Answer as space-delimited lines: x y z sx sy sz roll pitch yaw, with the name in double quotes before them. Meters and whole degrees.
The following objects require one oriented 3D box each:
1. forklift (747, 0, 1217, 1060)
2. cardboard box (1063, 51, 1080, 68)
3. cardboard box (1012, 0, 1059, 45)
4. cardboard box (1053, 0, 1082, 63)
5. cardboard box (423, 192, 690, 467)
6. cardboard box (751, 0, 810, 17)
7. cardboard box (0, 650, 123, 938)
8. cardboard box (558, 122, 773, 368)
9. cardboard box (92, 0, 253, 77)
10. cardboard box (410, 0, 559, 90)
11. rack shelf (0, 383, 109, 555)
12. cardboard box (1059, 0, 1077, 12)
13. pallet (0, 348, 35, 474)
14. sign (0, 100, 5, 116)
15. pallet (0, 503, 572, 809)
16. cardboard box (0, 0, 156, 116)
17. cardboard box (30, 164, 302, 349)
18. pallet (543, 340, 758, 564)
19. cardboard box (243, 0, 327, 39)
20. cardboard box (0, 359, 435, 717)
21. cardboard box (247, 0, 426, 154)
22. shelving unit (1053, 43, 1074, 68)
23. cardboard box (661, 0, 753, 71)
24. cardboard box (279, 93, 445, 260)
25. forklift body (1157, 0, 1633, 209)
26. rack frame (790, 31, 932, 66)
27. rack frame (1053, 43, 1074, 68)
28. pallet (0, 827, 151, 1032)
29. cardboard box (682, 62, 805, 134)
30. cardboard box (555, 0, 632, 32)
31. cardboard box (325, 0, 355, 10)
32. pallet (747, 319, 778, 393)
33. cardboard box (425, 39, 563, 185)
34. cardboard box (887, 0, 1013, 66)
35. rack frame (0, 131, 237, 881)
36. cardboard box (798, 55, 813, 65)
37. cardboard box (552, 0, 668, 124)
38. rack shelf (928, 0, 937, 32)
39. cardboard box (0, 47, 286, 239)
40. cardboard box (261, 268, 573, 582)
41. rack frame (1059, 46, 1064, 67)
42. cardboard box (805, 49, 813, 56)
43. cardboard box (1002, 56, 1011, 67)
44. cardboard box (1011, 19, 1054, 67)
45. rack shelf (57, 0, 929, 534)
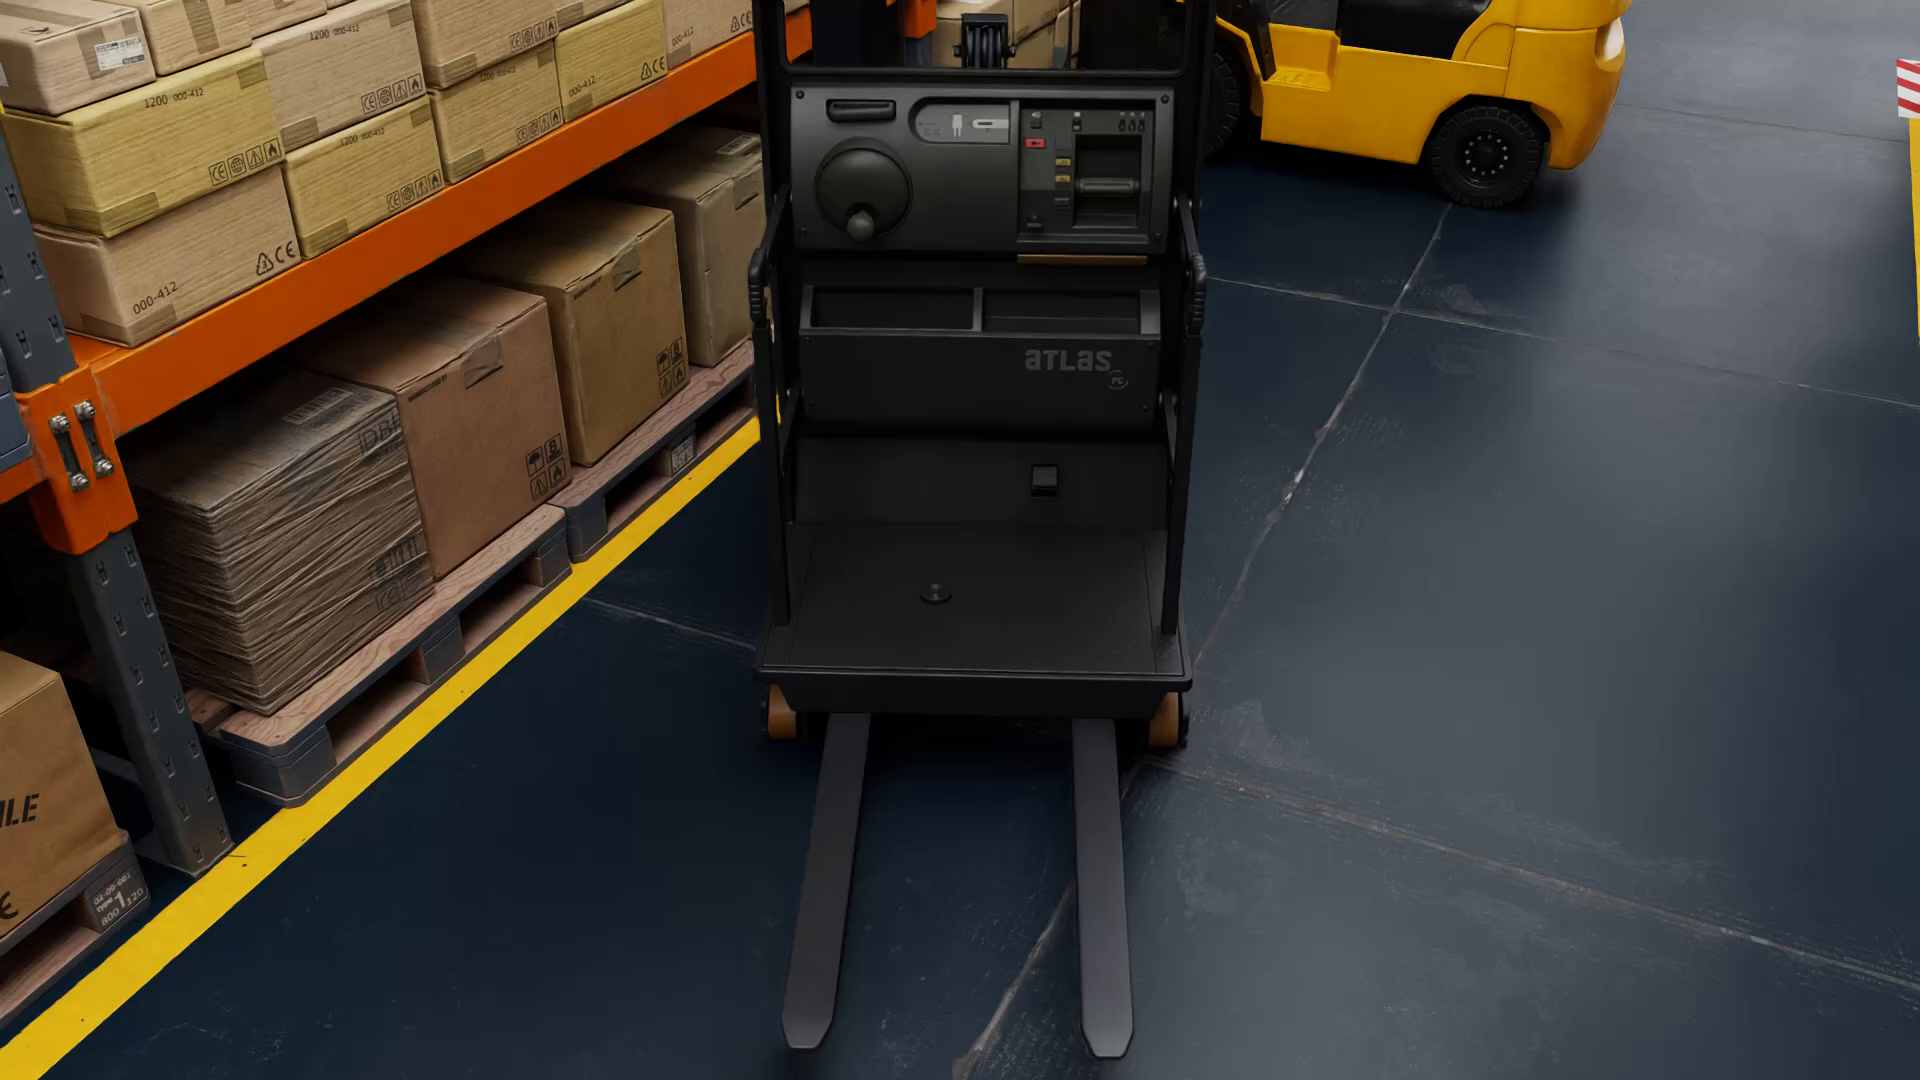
"forklift" 0.046 -0.853 3.878 1.130 2.935 3.031 1 33 2
"cardboard box" 0.314 -2.279 8.115 0.500 0.250 0.500 15 36 21
"cardboard box" 0.122 -2.438 7.445 0.500 0.250 0.500 14 36 21
"cardboard box" 0.324 -2.476 7.960 0.500 0.250 0.500 14 36 20
"cardboard box" -1.441 -0.733 5.415 0.875 0.625 0.625 13 35 19
"cardboard box" -0.767 -1.947 5.621 0.500 0.250 0.500 14 36 20
"cardboard box" -2.244 0.549 3.573 0.500 0.500 0.500 15 36 22
"cardboard box" -1.129 -1.108 5.987 0.875 0.625 0.625 14 36 20
"cardboard box" -1.751 -1.118 3.536 0.380 0.149 0.250 15 36 22
"cardboard box" -1.409 -1.397 4.326 0.500 0.250 0.500 13 36 19
"rack shelf" -3.099 0.717 2.078 1.077 0.370 4.000 14 36 20
"cardboard box" 0.319 -2.688 7.827 0.500 0.250 0.500 15 36 22
"pallet" -2.482 -0.146 2.913 1.213 0.211 1.003 14 36 20
"sign" -1.765 -0.912 2.921 0.100 0.325 0.005 14 36 20
"pallet" -1.882 0.185 4.776 1.003 0.211 1.213 14 36 20
"cardboard box" -1.861 -0.985 3.333 0.380 0.149 0.250 15 36 22
"cardboard box" -1.855 -0.682 3.692 0.500 0.250 0.500 14 36 21
"pallet" -1.371 -0.421 5.699 1.003 0.211 1.213 14 36 20
"cardboard box" -1.667 -1.252 3.741 0.380 0.149 0.250 15 36 22
"cardboard box" -1.989 -0.070 4.404 0.875 0.625 0.625 15 36 22
"cardboard box" -1.644 -1.141 3.935 0.500 0.250 0.500 15 36 22
"shelving unit" 0.421 -1.118 5.863 0.258 1.200 0.189 5 14 7
"cardboard box" -1.003 -1.707 5.254 0.500 0.250 0.500 14 36 21
"cardboard box" -1.640 -0.932 4.072 0.500 0.250 0.500 13 36 19
"forklift body" 1.948 -2.847 7.630 2.313 2.155 1.214 14 36 20
"rack frame" -0.589 -2.572 6.438 1.000 3.000 0.127 14 36 20
"rack frame" 0.409 -1.096 5.775 0.240 1.200 0.006 5 14 7
"pallet" -2.609 0.949 3.610 1.003 0.211 1.213 14 36 20
"cardboard box" -0.797 -1.493 6.573 0.875 0.625 0.625 16 36 23
"cardboard box" -1.218 -1.657 4.723 0.500 0.250 0.500 15 36 21
"cardboard box" -1.569 -1.385 3.943 0.380 0.149 0.250 15 36 21
"pallet" -0.862 -1.030 6.629 1.003 0.211 1.213 14 36 20
"cardboard box" -1.431 -1.190 4.466 0.500 0.250 0.500 13 35 19
"cardboard box" -0.101 -2.185 7.060 0.500 0.250 0.500 14 36 20
"rack frame" -2.262 -0.580 3.399 1.000 3.000 0.127 14 36 20
"cardboard box" -0.571 -2.097 7.381 0.500 0.250 0.500 13 36 19
"cardboard box" -1.212 -1.448 4.859 0.500 0.250 0.500 15 36 22
"rack shelf" 0.248 -3.268 8.154 1.077 0.370 4.000 14 36 20
"cardboard box" -1.832 -0.886 3.546 0.500 0.250 0.500 14 36 20
"cardboard box" -1.723 -0.398 4.903 0.875 0.625 0.625 15 36 22
"rack frame" 0.434 -1.139 5.951 0.240 1.200 0.006 5 14 7
"cardboard box" -0.559 -2.306 7.244 0.500 0.250 0.500 15 36 21
"cardboard box" -0.106 -1.977 7.199 0.500 0.250 0.500 14 36 20
"cardboard box" 0.103 -2.229 7.582 0.500 0.250 0.500 14 36 20
"rack shelf" -1.426 -1.276 5.116 1.077 0.370 4.000 14 36 20
